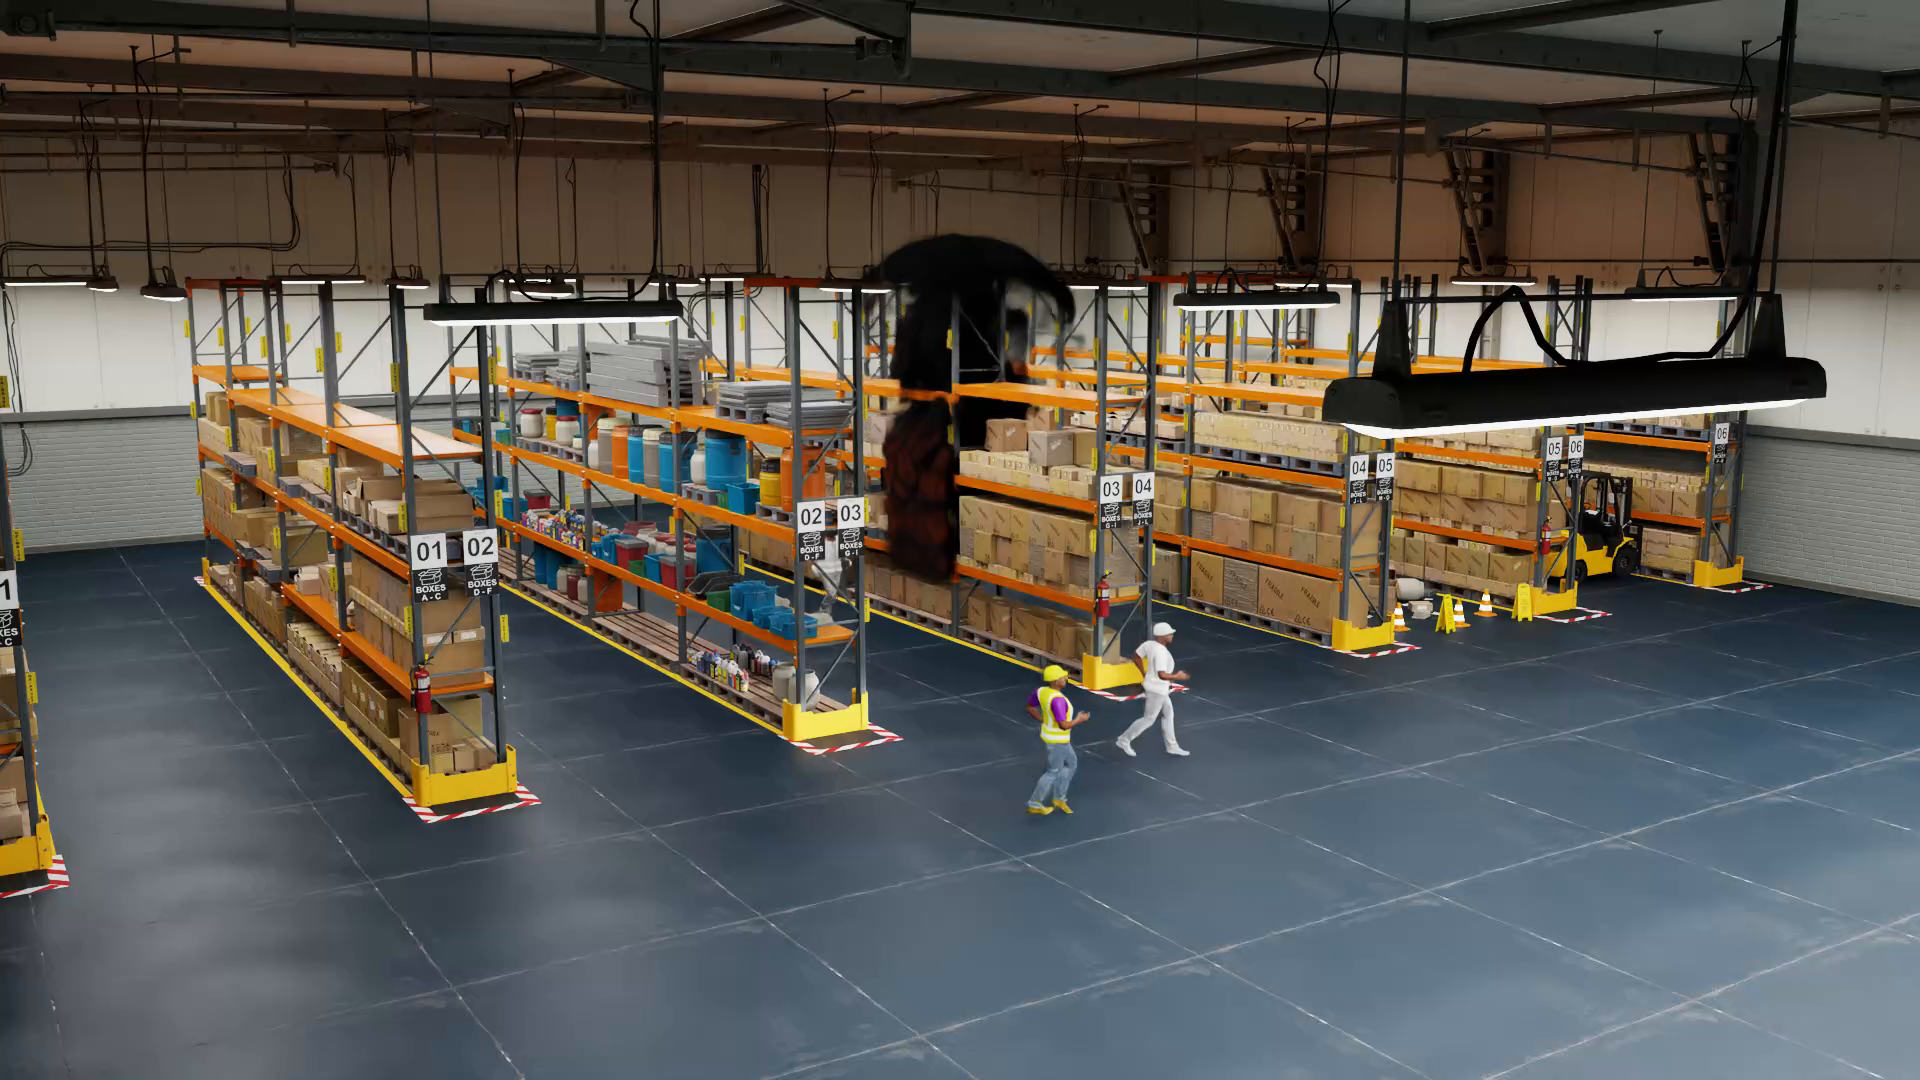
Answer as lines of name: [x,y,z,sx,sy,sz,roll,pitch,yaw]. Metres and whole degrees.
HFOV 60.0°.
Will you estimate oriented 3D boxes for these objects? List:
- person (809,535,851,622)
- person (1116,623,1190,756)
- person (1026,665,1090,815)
person: [-2.122,0.560,27.731,0.685,1.802,0.604,-9,13,-41]
person: [2.475,1.921,21.191,0.980,1.764,0.663,0,10,-2]
person: [1.111,2.311,18.997,0.710,1.815,0.676,-2,10,-9]
